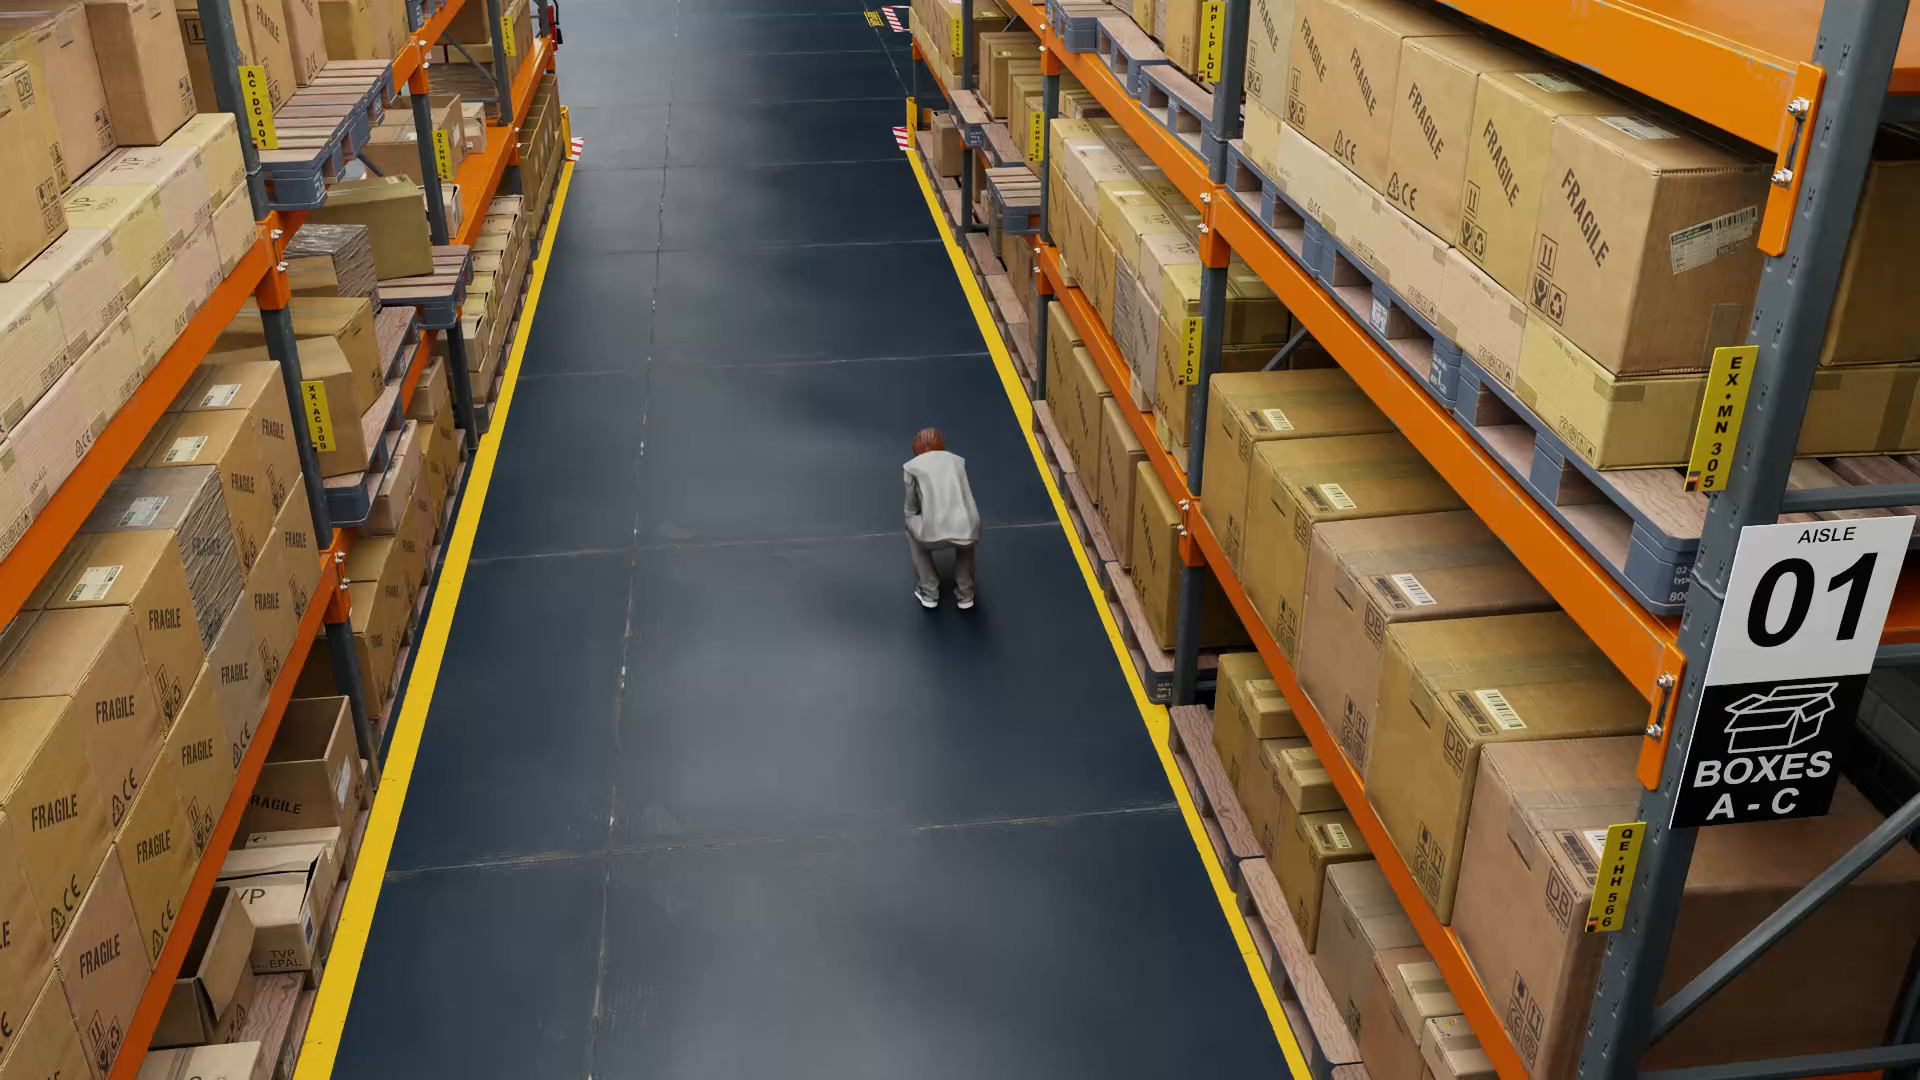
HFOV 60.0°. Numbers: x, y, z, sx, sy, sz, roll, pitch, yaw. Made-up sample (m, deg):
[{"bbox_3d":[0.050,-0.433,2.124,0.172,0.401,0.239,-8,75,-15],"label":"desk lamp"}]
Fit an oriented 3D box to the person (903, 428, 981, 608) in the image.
[{"bbox_3d":[-0.106,-0.101,9.579,0.424,0.901,0.845,-4,28,-8],"label":"person"}]
